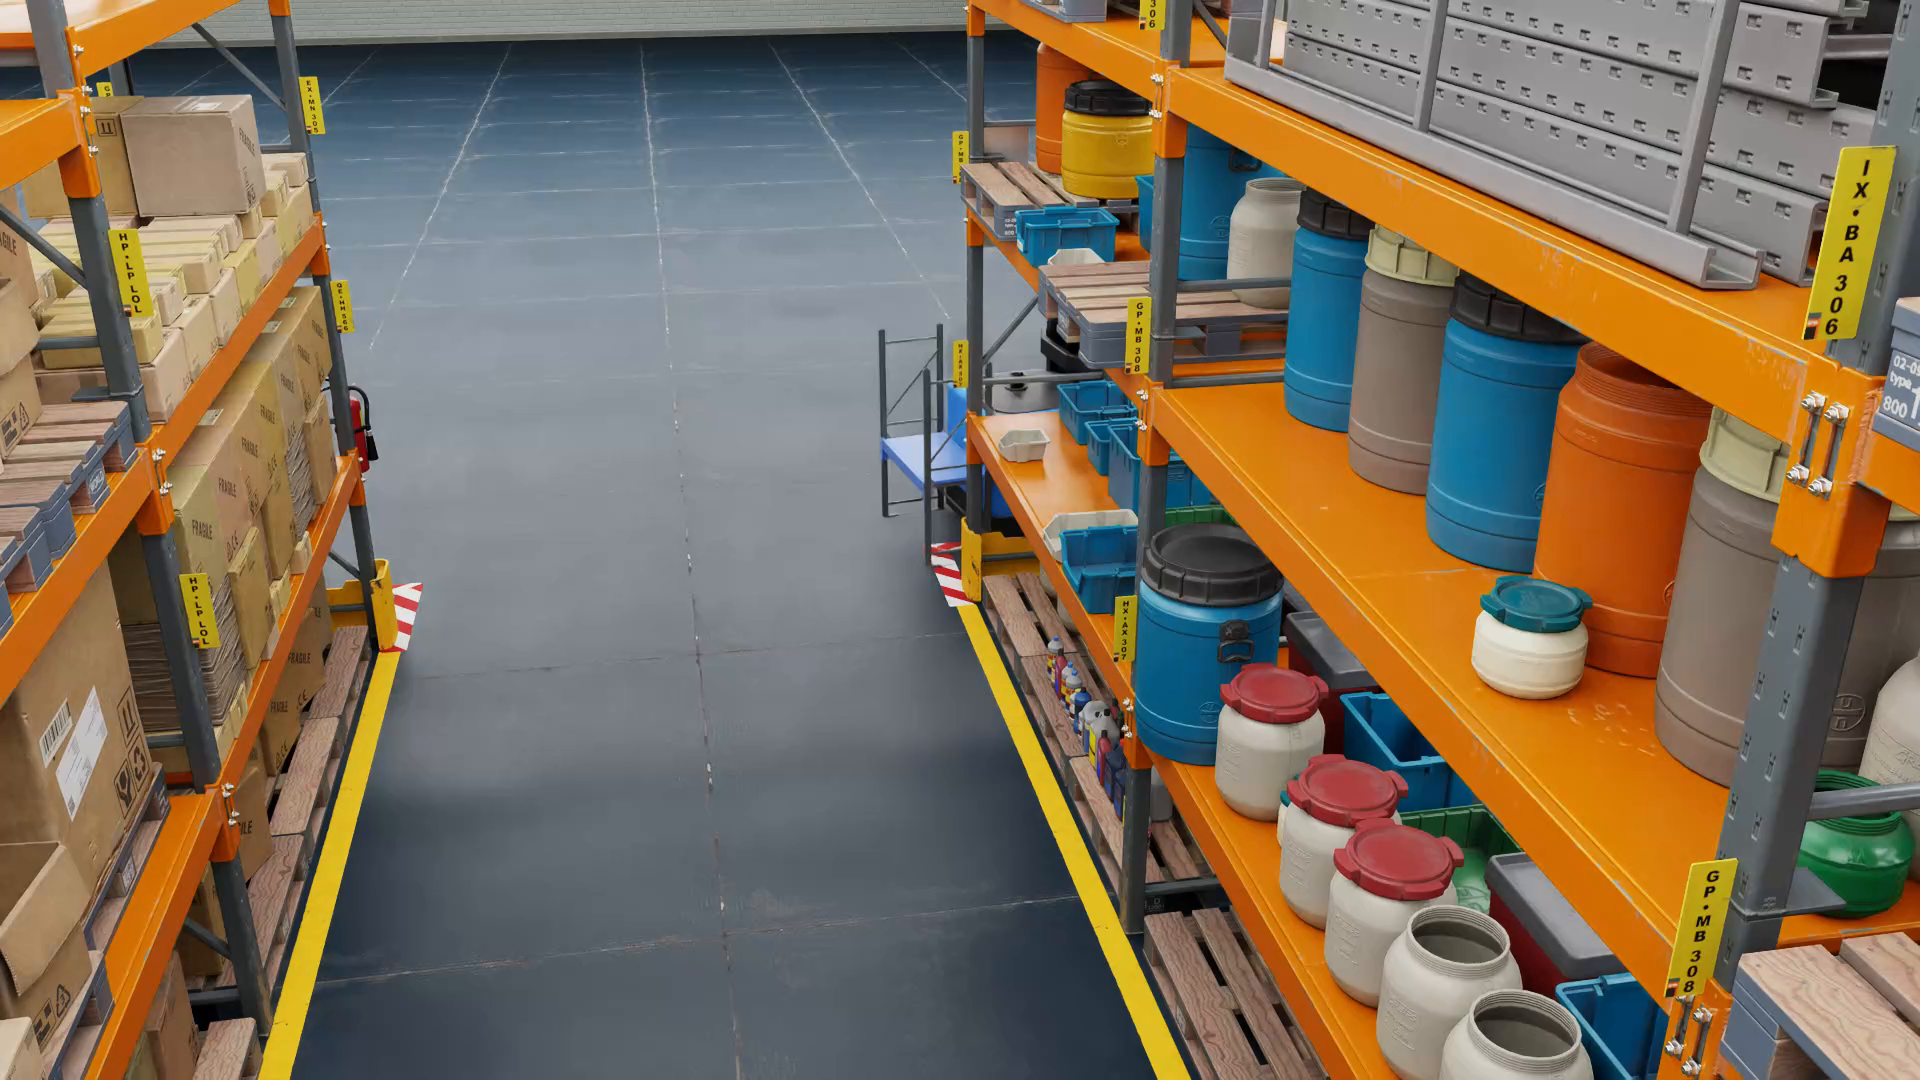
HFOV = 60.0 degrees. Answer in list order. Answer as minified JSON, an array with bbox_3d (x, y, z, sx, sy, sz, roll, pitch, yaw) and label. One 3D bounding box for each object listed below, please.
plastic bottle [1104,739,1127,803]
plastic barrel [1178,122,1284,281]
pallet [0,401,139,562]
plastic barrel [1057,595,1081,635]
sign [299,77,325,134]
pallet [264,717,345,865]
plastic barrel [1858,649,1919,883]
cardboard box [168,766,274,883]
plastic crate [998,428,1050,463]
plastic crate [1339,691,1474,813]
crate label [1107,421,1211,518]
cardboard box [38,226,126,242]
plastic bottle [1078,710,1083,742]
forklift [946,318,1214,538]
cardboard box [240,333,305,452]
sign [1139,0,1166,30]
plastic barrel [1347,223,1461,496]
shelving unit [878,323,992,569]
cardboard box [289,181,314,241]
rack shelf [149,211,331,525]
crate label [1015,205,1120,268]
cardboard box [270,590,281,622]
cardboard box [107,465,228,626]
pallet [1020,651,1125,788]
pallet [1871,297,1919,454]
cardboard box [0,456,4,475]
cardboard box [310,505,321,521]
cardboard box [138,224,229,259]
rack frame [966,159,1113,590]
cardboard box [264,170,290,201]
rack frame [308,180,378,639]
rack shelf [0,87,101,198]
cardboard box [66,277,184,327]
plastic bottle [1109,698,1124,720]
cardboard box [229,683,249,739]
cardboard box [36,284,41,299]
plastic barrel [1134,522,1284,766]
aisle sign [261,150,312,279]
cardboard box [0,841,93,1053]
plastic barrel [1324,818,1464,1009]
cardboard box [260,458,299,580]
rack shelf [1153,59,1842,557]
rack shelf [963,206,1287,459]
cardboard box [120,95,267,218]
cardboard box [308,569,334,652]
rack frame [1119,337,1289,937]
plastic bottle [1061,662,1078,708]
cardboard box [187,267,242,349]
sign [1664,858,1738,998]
[{"bbox_3d":[0.848,1.196,8.765,0.144,0.351,0.185,-6,24,-12],"label":"plastic bottle"},{"bbox_3d":[1.207,-1.705,7.749,0.600,0.901,0.708,-4,24,-10],"label":"plastic barrel"},{"bbox_3d":[-3.572,-0.180,5.643,1.213,0.211,1.003,-4,24,-10],"label":"pallet"},{"bbox_3d":[0.836,0.316,10.604,0.421,0.512,0.421,0,24,0],"label":"plastic barrel"},{"bbox_3d":[-3.772,-2.529,9.681,0.100,0.325,0.005,-4,24,-10],"label":"sign"},{"bbox_3d":[-3.970,1.394,9.038,1.003,0.211,1.213,-4,24,-10],"label":"pallet"},{"bbox_3d":[2.269,0.494,3.726,0.421,0.512,0.421,0,24,0],"label":"plastic barrel"},{"bbox_3d":[-3.730,1.426,8.078,0.500,0.500,0.500,3,24,7],"label":"cardboard box"},{"bbox_3d":[0.395,-0.585,10.414,0.298,0.136,0.250,-4,24,-10],"label":"plastic crate"},{"bbox_3d":[1.795,0.910,6.682,0.392,0.384,0.575,-4,24,-10],"label":"plastic crate"},{"bbox_3d":[1.152,-0.394,9.603,0.502,0.435,0.616,-4,24,-10],"label":"crate label"},{"bbox_3d":[-4.138,-1.367,7.817,0.380,0.149,0.250,-5,24,-12],"label":"cardboard box"},{"bbox_3d":[0.713,1.029,9.335,0.097,0.201,0.097,0,24,0],"label":"plastic bottle"},{"bbox_3d":[1.465,-1.608,12.513,3.031,2.935,1.130,-8,25,-18],"label":"forklift"},{"bbox_3d":[-3.789,-0.764,8.749,0.500,0.500,0.500,-4,24,-10],"label":"cardboard box"},{"bbox_3d":[0.743,-2.126,6.377,0.100,0.325,0.005,-4,24,-10],"label":"sign"},{"bbox_3d":[1.714,-0.672,5.908,0.600,0.901,0.600,0,24,0],"label":"plastic barrel"},{"bbox_3d":[-0.190,-0.709,12.241,0.538,1.500,1.048,-8,25,-18],"label":"shelving unit"},{"bbox_3d":[-3.983,-1.850,9.421,0.500,0.250,0.500,-4,24,-9],"label":"cardboard box"},{"bbox_3d":[-3.952,-0.973,8.125,1.077,0.370,4.000,-4,24,-10],"label":"rack shelf"},{"bbox_3d":[0.567,-1.628,8.909,0.502,0.251,0.408,-4,24,-10],"label":"crate label"},{"bbox_3d":[-3.581,0.377,8.196,0.380,0.149,0.250,-4,24,-10],"label":"cardboard box"},{"bbox_3d":[-3.415,0.022,6.949,0.500,0.500,0.500,-4,24,-10],"label":"cardboard box"},{"bbox_3d":[0.973,1.021,9.890,1.003,0.211,1.213,-4,24,-10],"label":"pallet"},{"bbox_3d":[2.128,-0.128,2.279,1.213,0.211,1.003,-4,24,-10],"label":"pallet"},{"bbox_3d":[-3.310,-0.285,5.293,0.396,0.266,0.258,-3,24,-8],"label":"cardboard box"},{"bbox_3d":[-3.892,-0.211,9.541,0.380,0.149,0.250,-4,24,-10],"label":"cardboard box"},{"bbox_3d":[-3.698,-1.390,7.869,0.380,0.149,0.250,-4,24,-8],"label":"cardboard box"},{"bbox_3d":[0.546,-1.082,11.222,1.000,3.000,0.127,-4,24,-10],"label":"rack frame"},{"bbox_3d":[-3.872,-1.907,9.053,0.380,0.149,0.250,-5,24,-12],"label":"cardboard box"},{"bbox_3d":[-4.322,-0.715,10.382,1.000,3.000,0.127,-4,24,-10],"label":"rack frame"},{"bbox_3d":[-3.212,-0.591,4.002,1.077,0.370,4.000,-4,24,-10],"label":"rack shelf"},{"bbox_3d":[-3.485,-0.989,6.952,0.380,0.149,0.250,-4,24,-9],"label":"cardboard box"},{"bbox_3d":[0.867,1.028,9.235,0.061,0.283,0.133,-4,24,-10],"label":"plastic bottle"},{"bbox_3d":[-3.359,0.767,7.302,0.380,0.149,0.250,-4,24,-10],"label":"cardboard box"},{"bbox_3d":[-4.017,-0.941,6.841,0.380,0.149,0.250,-6,24,-12],"label":"cardboard box"},{"bbox_3d":[1.059,0.436,7.120,0.600,0.901,0.708,-4,24,-10],"label":"plastic barrel"},{"bbox_3d":[-4.038,-1.953,9.969,0.394,0.787,0.004,-4,24,-10],"label":"aisle sign"},{"bbox_3d":[-3.171,1.293,5.130,0.797,0.503,0.637,-2,24,-4],"label":"cardboard box"},{"bbox_3d":[1.463,1.281,5.643,0.433,0.535,0.433,0,24,0],"label":"plastic barrel"},{"bbox_3d":[-3.905,-0.094,8.463,0.875,0.500,0.500,-4,24,-10],"label":"cardboard box"},{"bbox_3d":[1.656,-0.958,4.841,1.077,0.370,4.000,-4,24,-10],"label":"rack shelf"},{"bbox_3d":[0.916,-1.340,8.964,1.077,0.370,4.000,-4,24,-10],"label":"rack shelf"},{"bbox_3d":[-3.786,-1.910,8.249,0.500,0.500,0.500,-4,24,-10],"label":"cardboard box"},{"bbox_3d":[-4.223,0.485,10.233,0.500,0.500,0.500,0,24,0],"label":"cardboard box"},{"bbox_3d":[1.286,0.492,7.619,1.000,3.000,0.127,-4,24,-10],"label":"rack frame"},{"bbox_3d":[0.638,0.838,9.685,0.097,0.271,0.097,0,24,0],"label":"plastic bottle"},{"bbox_3d":[-3.598,-1.048,7.583,0.500,0.250,0.500,-5,24,-12],"label":"cardboard box"},{"bbox_3d":[1.486,0.782,3.338,0.100,0.325,0.005,-4,24,-10],"label":"sign"}]
